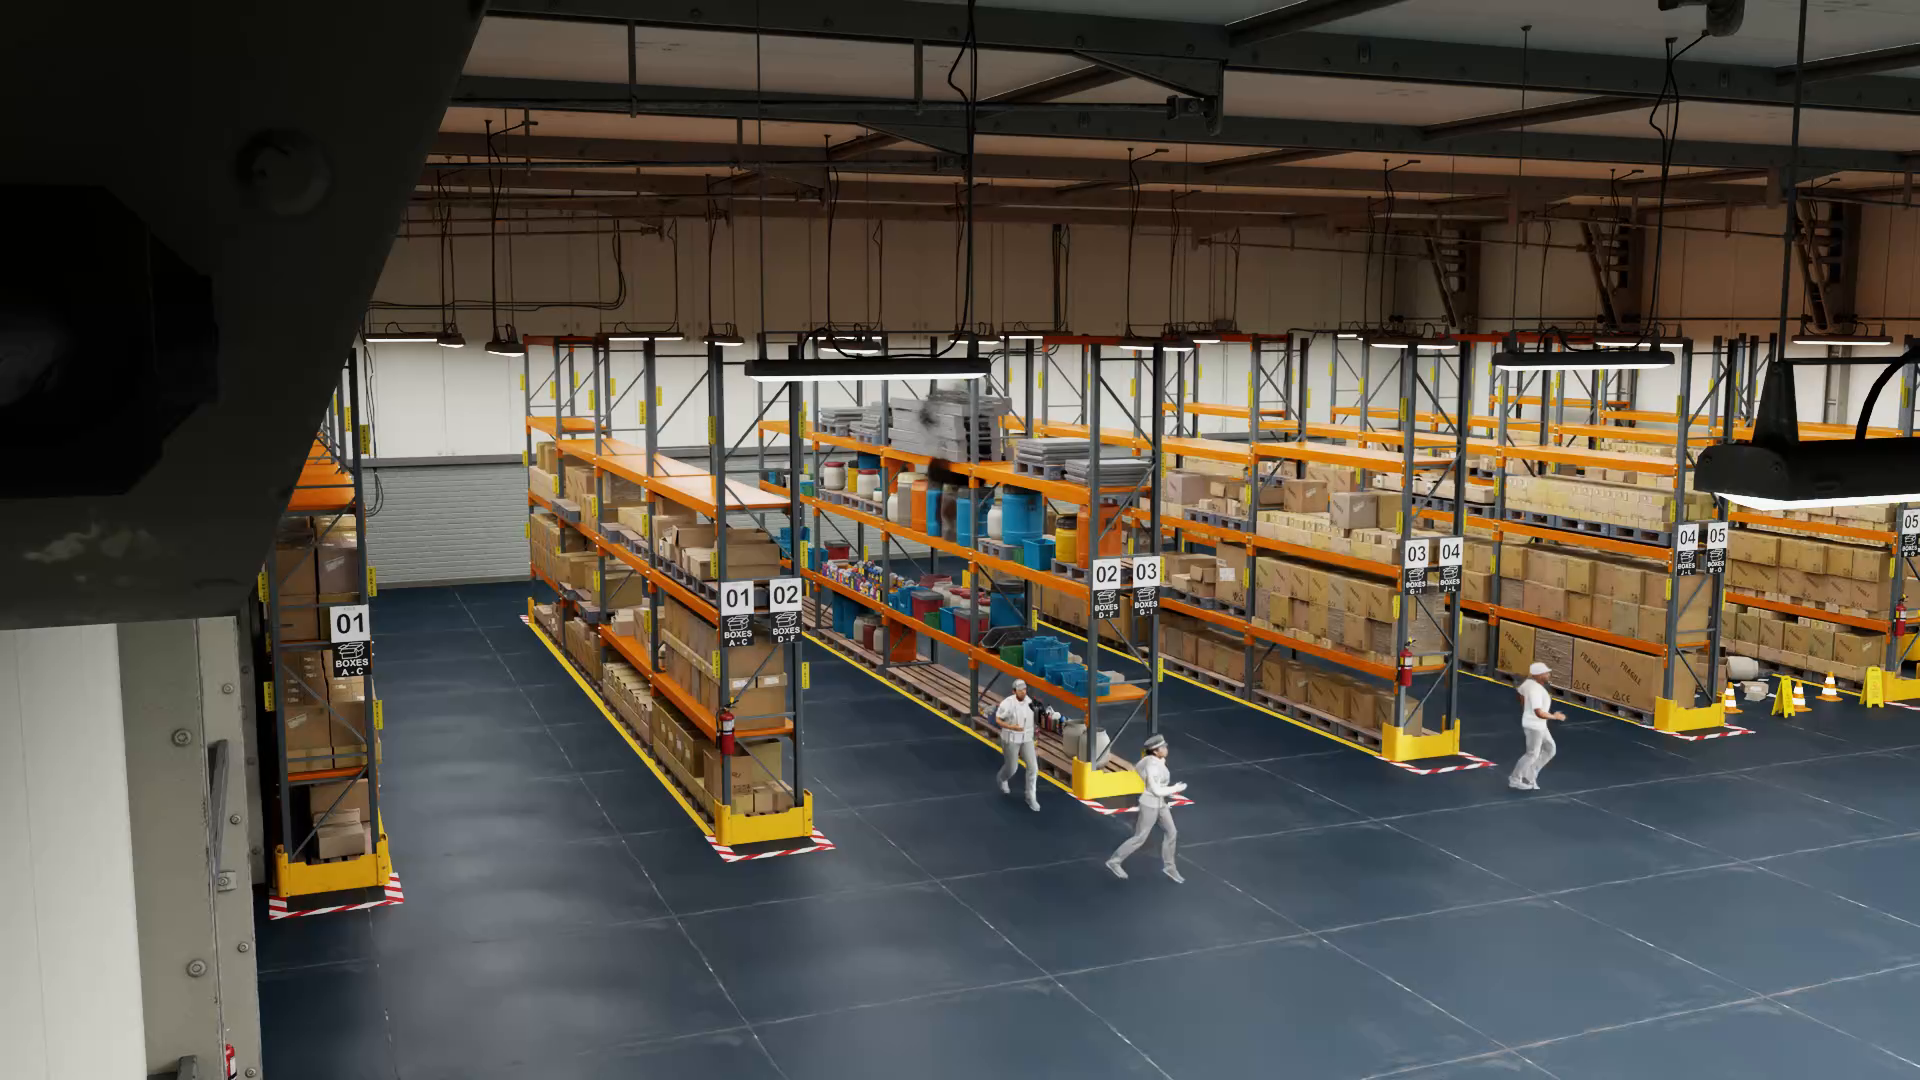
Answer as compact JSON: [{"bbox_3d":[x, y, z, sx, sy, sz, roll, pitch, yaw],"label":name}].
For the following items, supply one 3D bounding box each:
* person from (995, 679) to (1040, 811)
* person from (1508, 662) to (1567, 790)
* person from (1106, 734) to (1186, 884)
[{"bbox_3d":[0.755,2.639,21.762,0.639,1.682,0.849,-3,8,-24],"label":"person"},{"bbox_3d":[7.751,2.519,22.304,0.699,1.795,0.730,2,8,18],"label":"person"},{"bbox_3d":[2.107,3.017,18.716,0.883,1.739,0.623,2,8,13],"label":"person"}]
